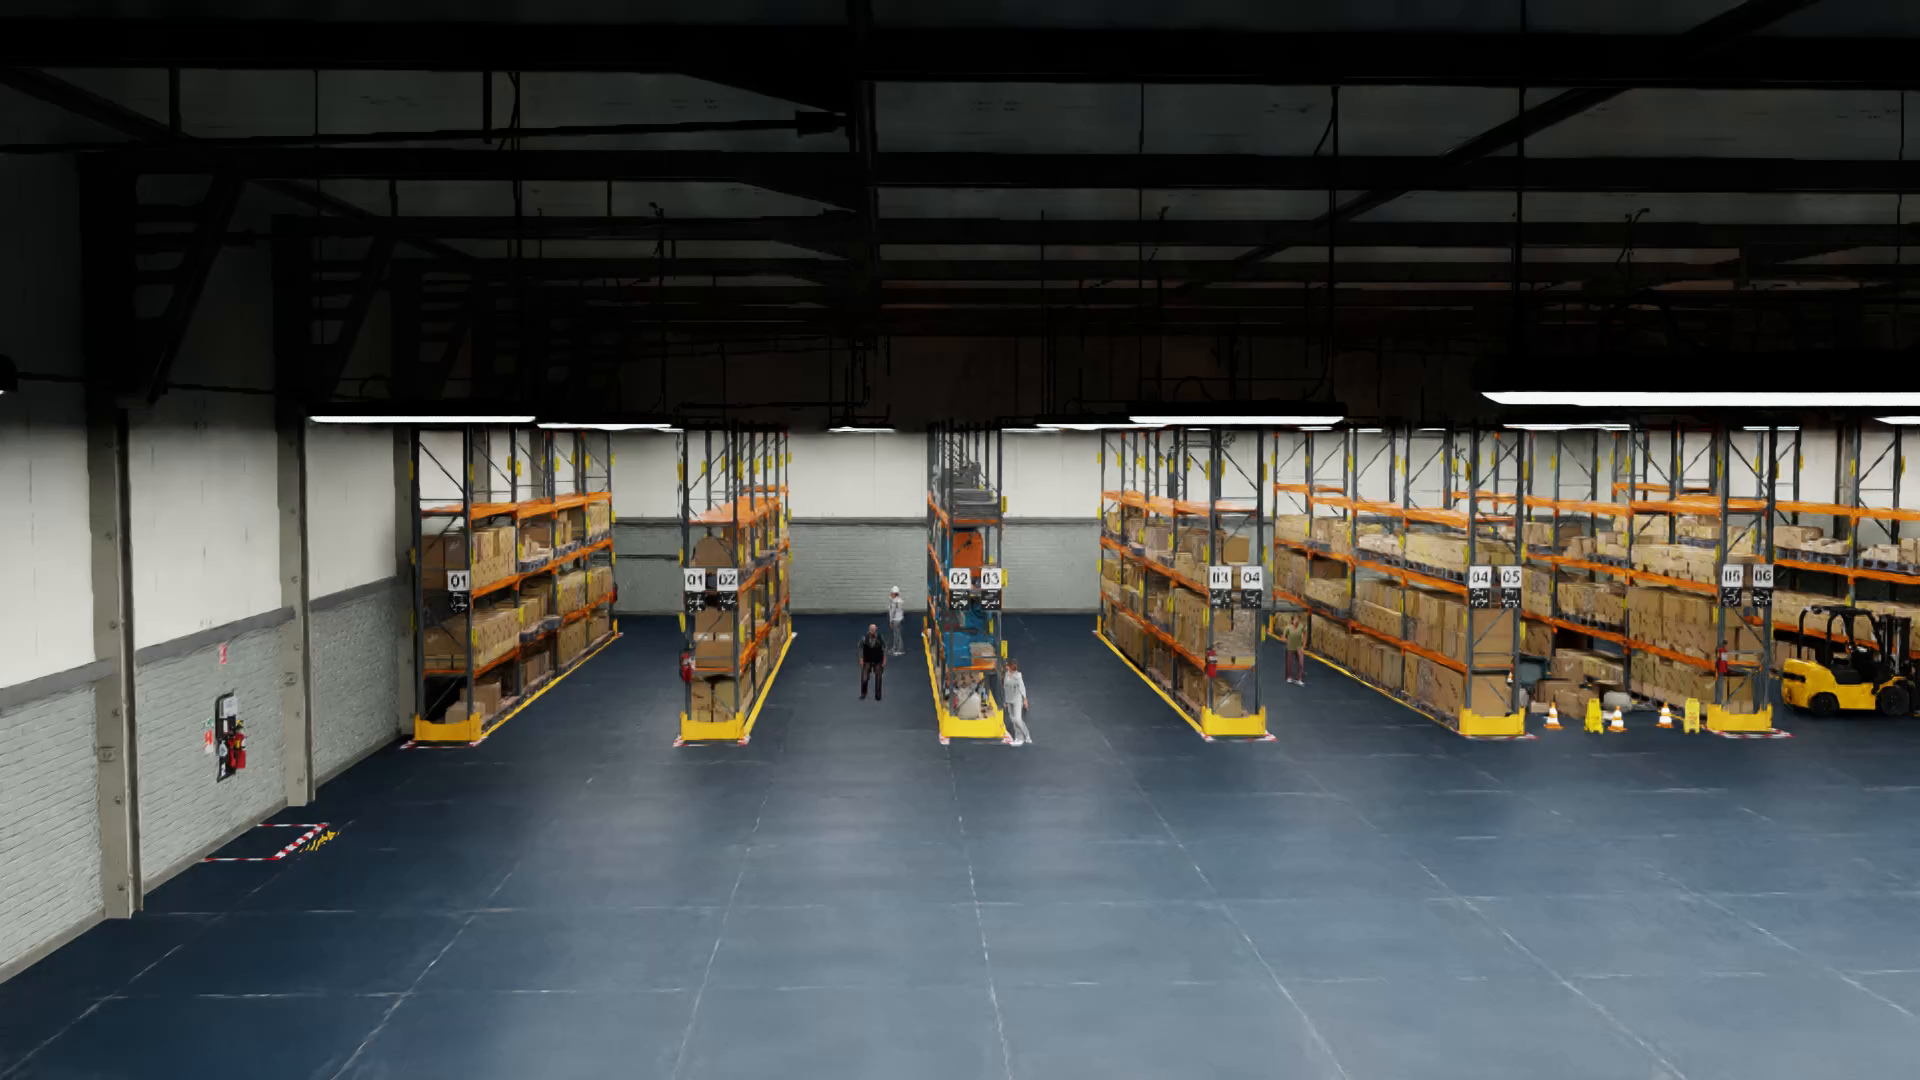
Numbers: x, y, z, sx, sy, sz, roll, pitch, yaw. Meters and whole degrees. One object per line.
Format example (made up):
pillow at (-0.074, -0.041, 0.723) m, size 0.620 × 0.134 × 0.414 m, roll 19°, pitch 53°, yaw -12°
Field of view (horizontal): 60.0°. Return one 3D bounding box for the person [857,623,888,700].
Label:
person at (-1.878, 2.611, 35.680) m, size 0.677 × 1.671 × 0.512 m, roll 0°, pitch 4°, yaw -5°

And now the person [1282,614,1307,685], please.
person at (7.653, 2.482, 38.072) m, size 0.603 × 1.600 × 0.799 m, roll 0°, pitch 4°, yaw 3°

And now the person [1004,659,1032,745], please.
person at (1.060, 2.989, 30.558) m, size 0.422 × 1.549 × 0.541 m, roll -4°, pitch 5°, yaw -45°

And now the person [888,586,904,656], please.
person at (-1.672, 2.076, 42.901) m, size 0.553 × 1.771 × 0.607 m, roll 1°, pitch 4°, yaw 15°
